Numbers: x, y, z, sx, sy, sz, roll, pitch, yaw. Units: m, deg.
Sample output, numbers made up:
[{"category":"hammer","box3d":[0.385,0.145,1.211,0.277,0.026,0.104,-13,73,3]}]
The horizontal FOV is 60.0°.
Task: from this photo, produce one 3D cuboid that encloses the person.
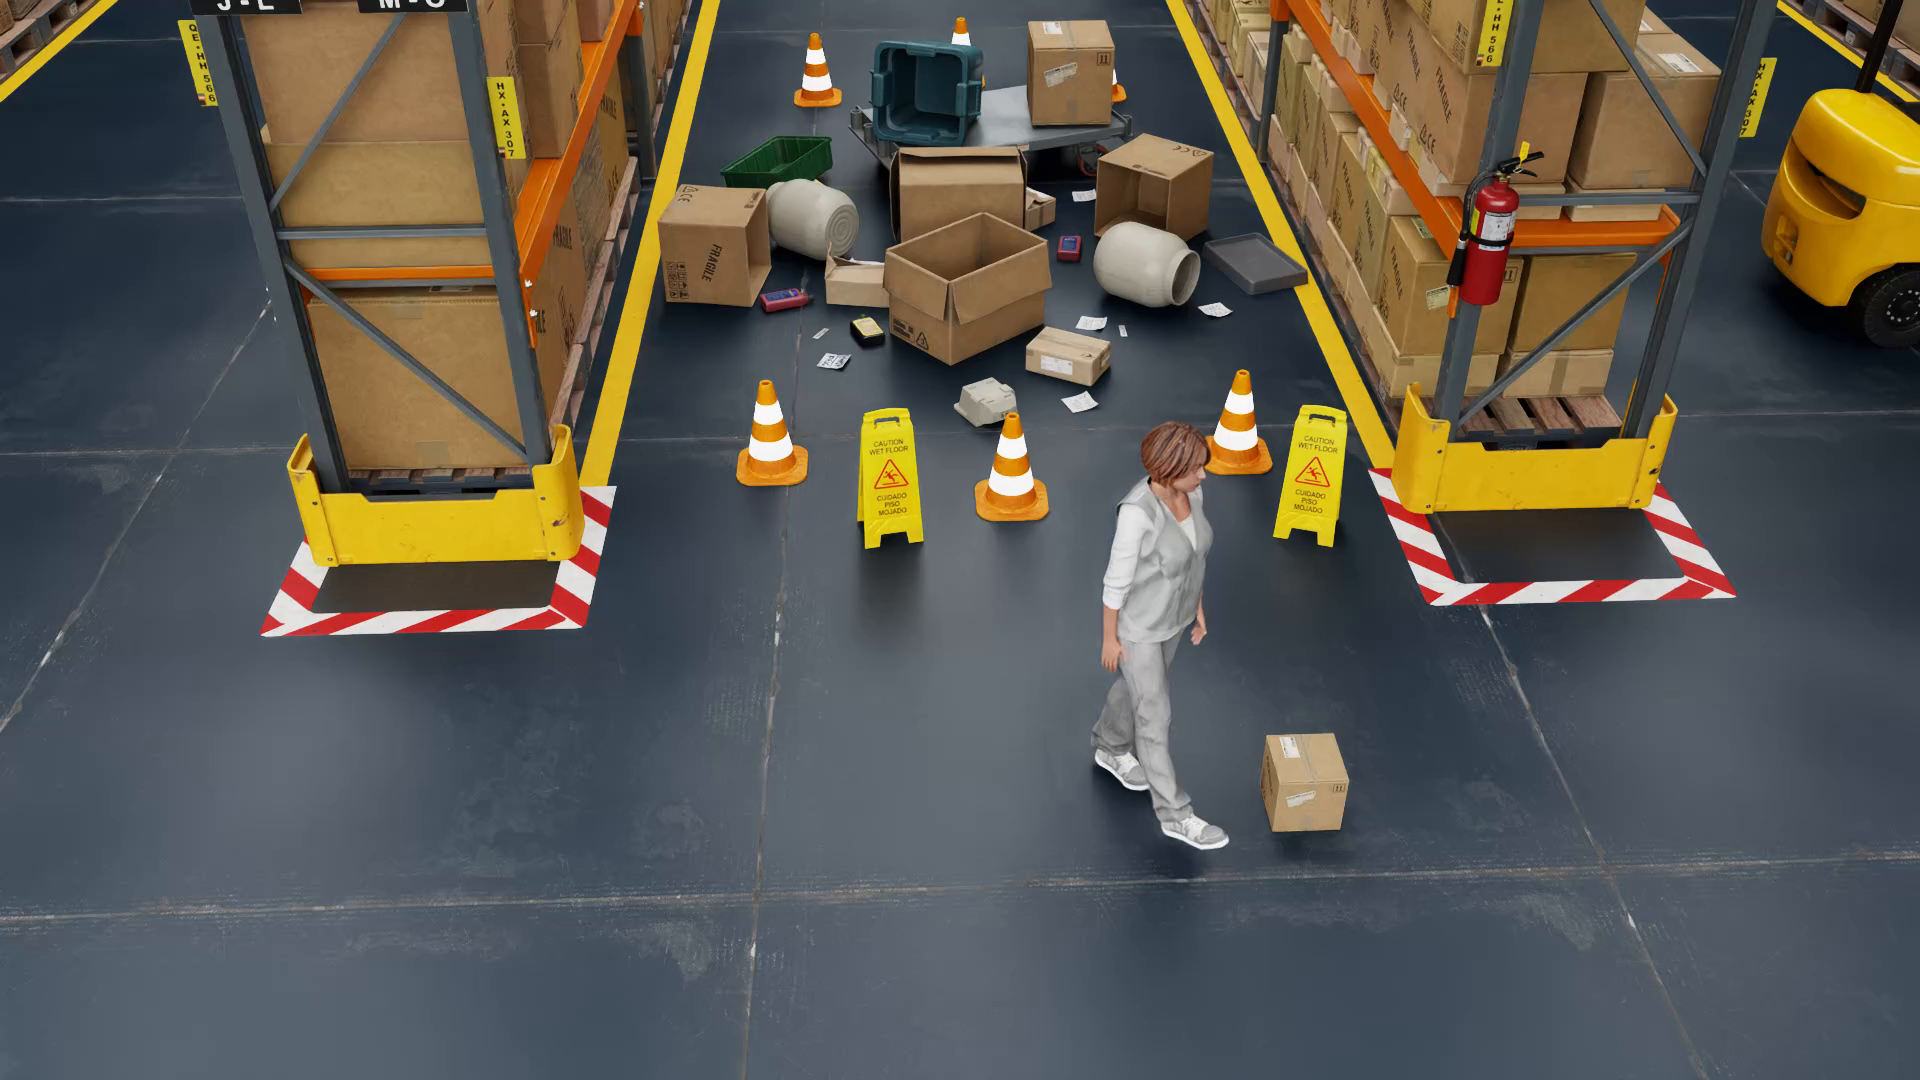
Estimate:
[{"category":"person","box3d":[0.748,0.321,5.695,0.700,1.581,0.422,26,43,31]}]
